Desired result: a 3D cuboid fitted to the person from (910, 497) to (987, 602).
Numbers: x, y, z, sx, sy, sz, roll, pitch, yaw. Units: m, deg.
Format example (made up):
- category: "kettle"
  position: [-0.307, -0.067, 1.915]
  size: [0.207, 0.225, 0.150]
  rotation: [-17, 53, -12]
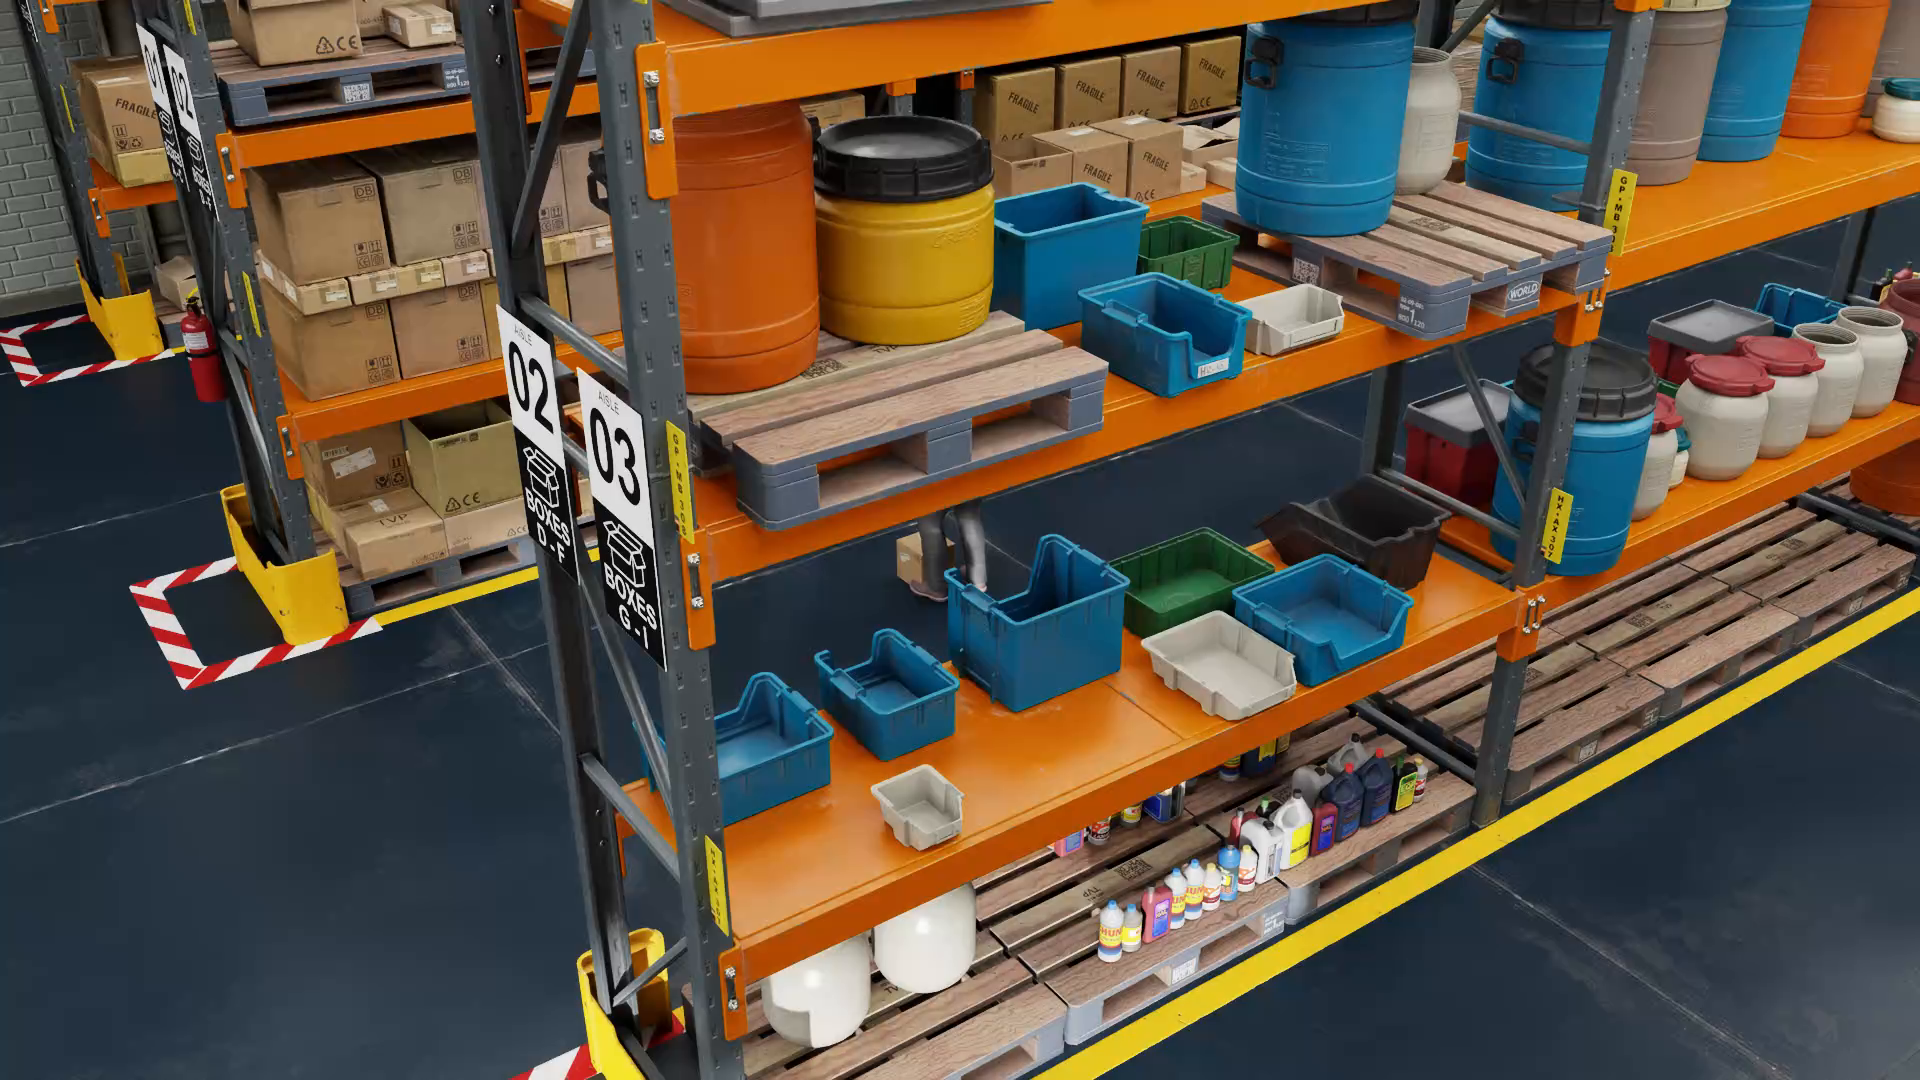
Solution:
- category: "person"
  position: [-0.070, -0.418, 9.390]
  size: [0.507, 1.655, 0.391]
  rotation: [-19, 34, -30]
